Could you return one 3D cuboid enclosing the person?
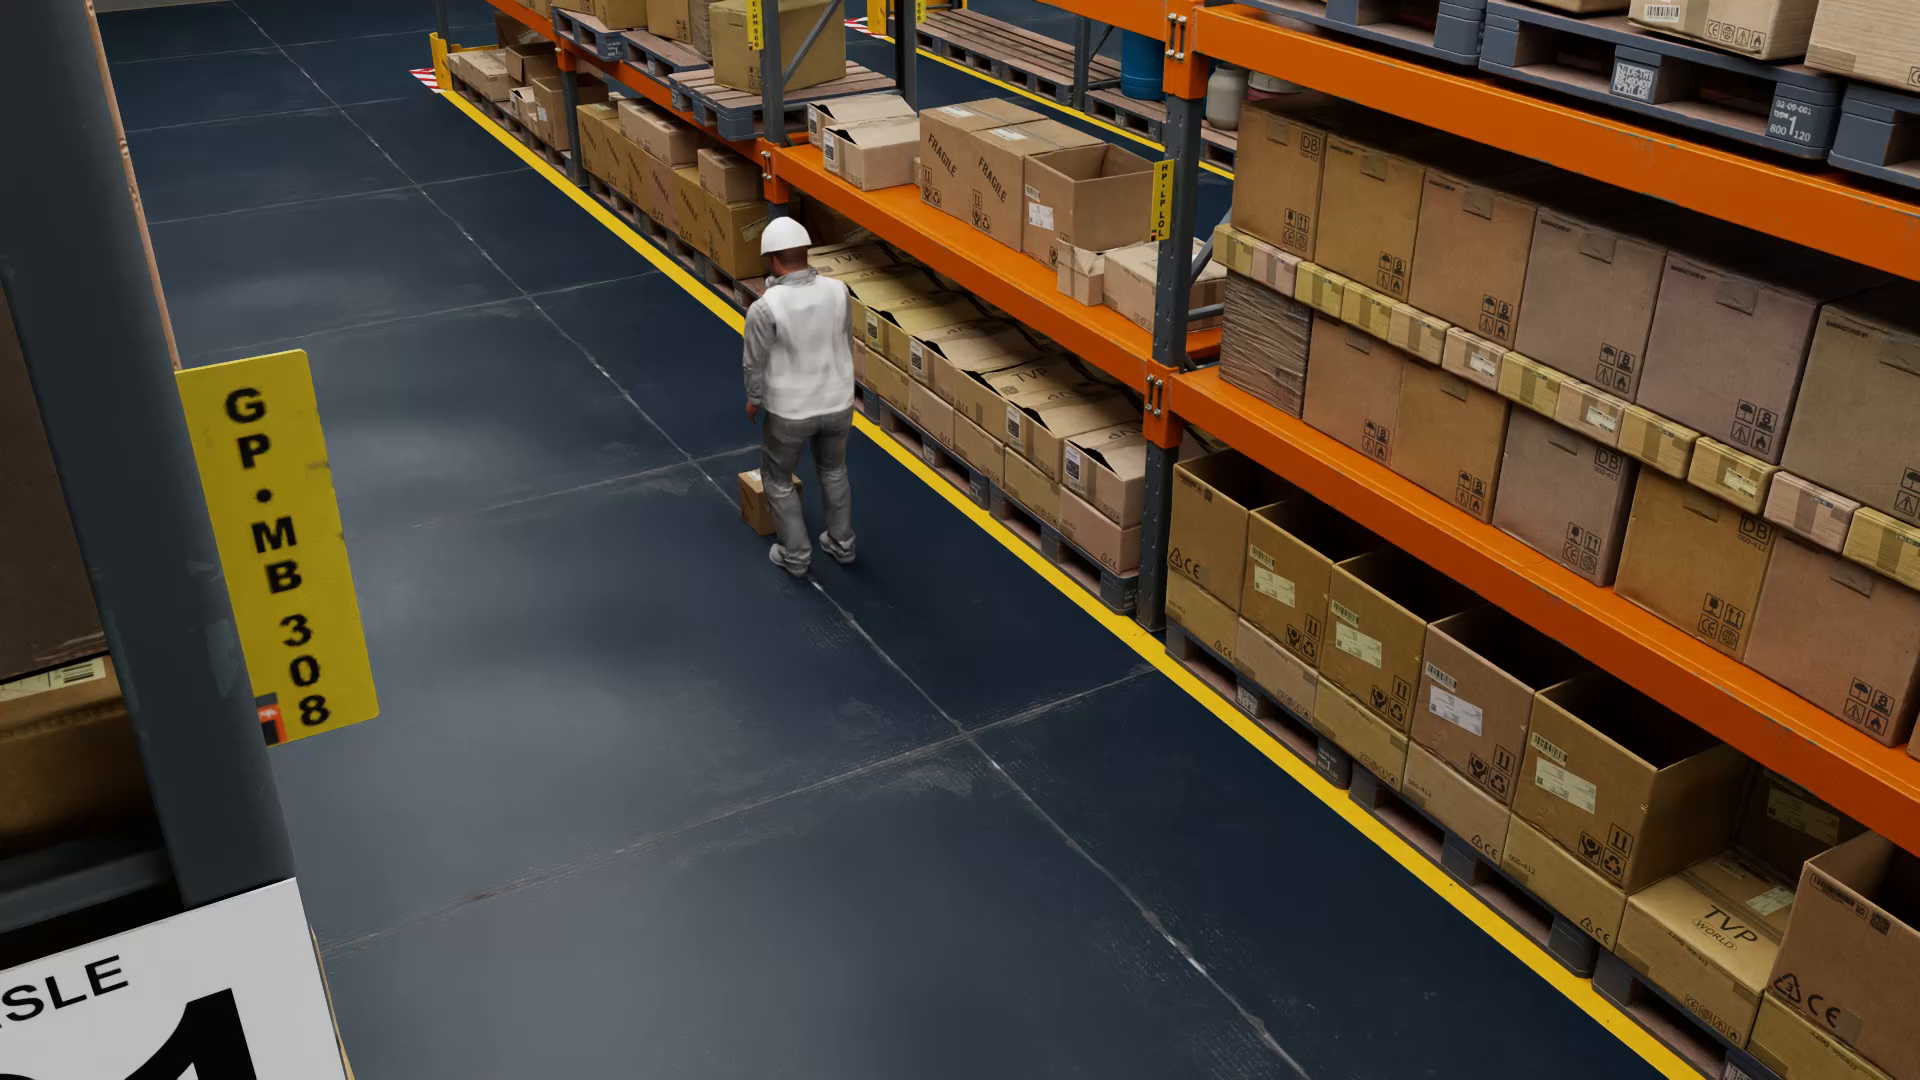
[{"bbox_3d":[-0.753,-0.655,7.836,0.552,1.736,0.442,-15,32,-25],"label":"person"}]
